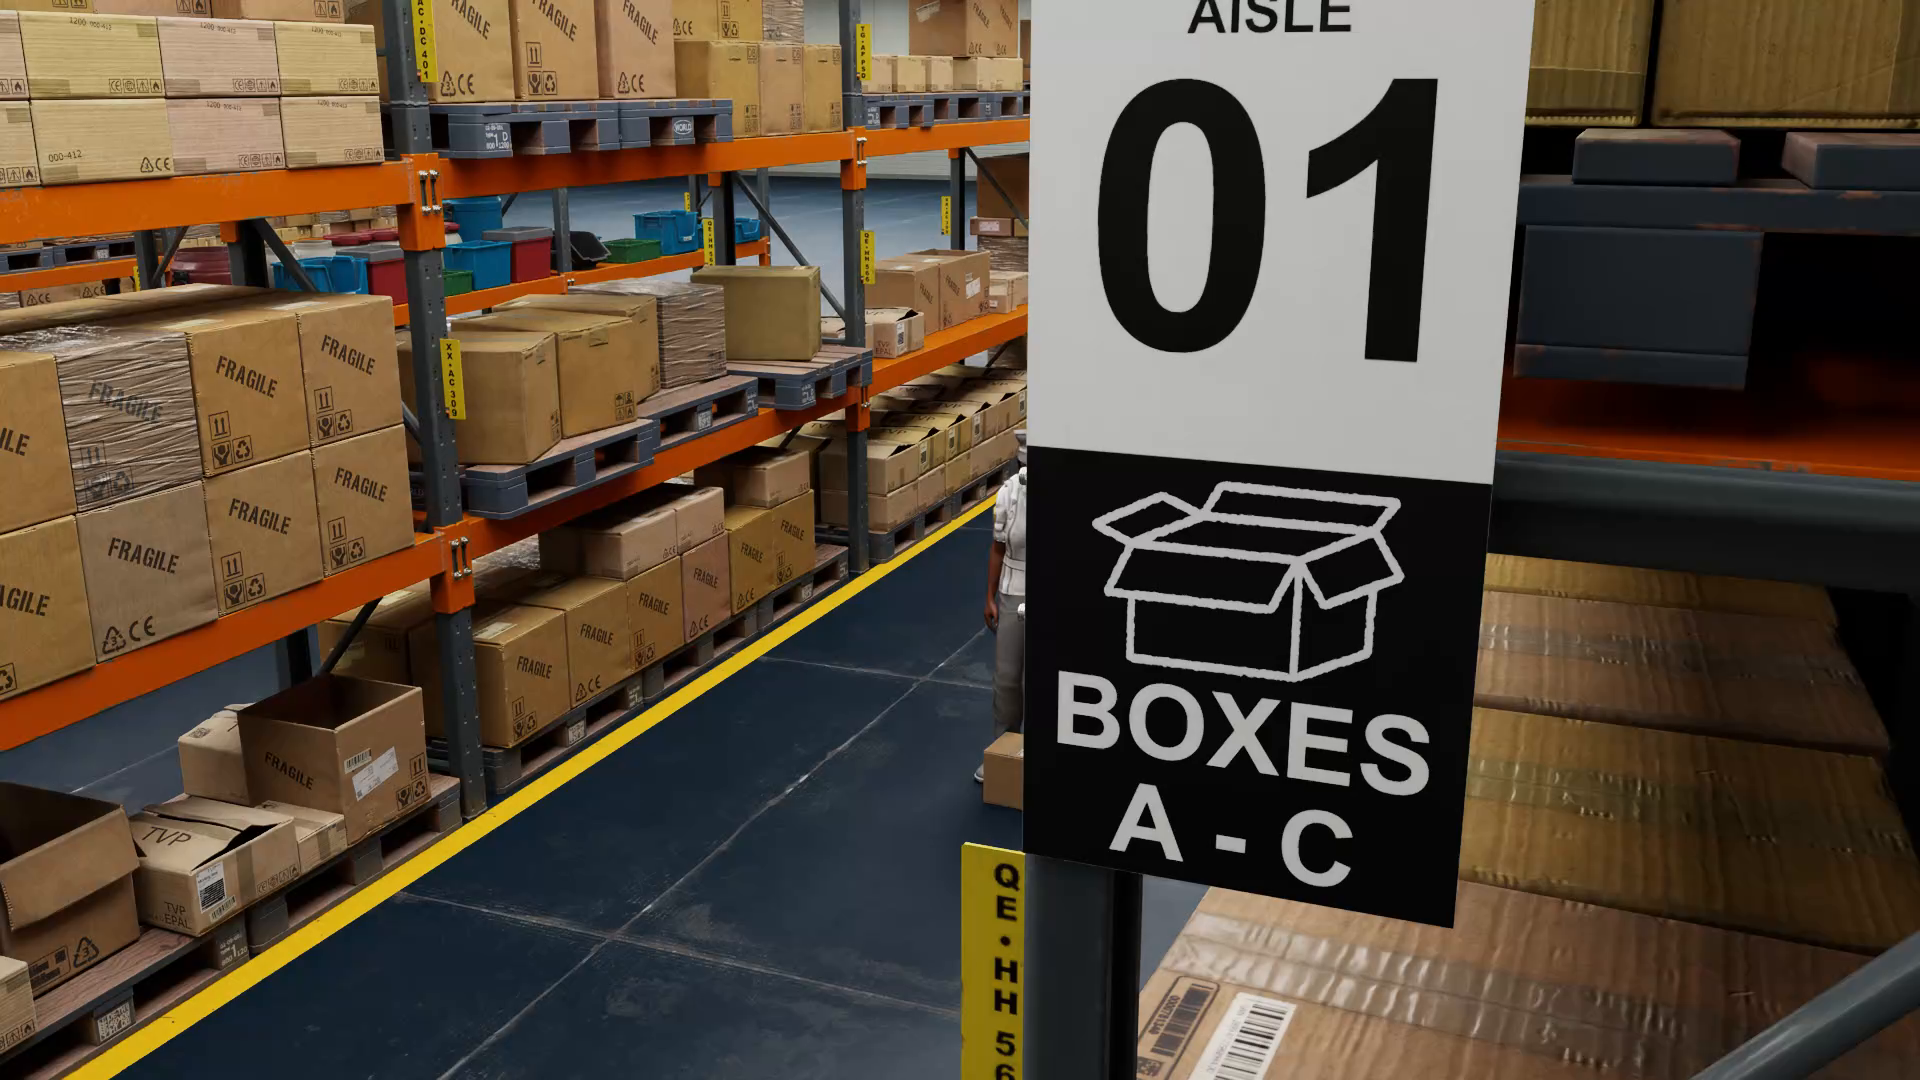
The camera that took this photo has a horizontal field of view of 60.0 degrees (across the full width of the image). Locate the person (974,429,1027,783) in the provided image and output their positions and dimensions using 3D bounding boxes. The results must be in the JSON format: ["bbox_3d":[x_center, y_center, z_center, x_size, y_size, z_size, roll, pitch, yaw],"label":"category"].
[{"bbox_3d":[0.342,0.299,7.452,0.509,1.658,0.386,6,17,20],"label":"person"}]
